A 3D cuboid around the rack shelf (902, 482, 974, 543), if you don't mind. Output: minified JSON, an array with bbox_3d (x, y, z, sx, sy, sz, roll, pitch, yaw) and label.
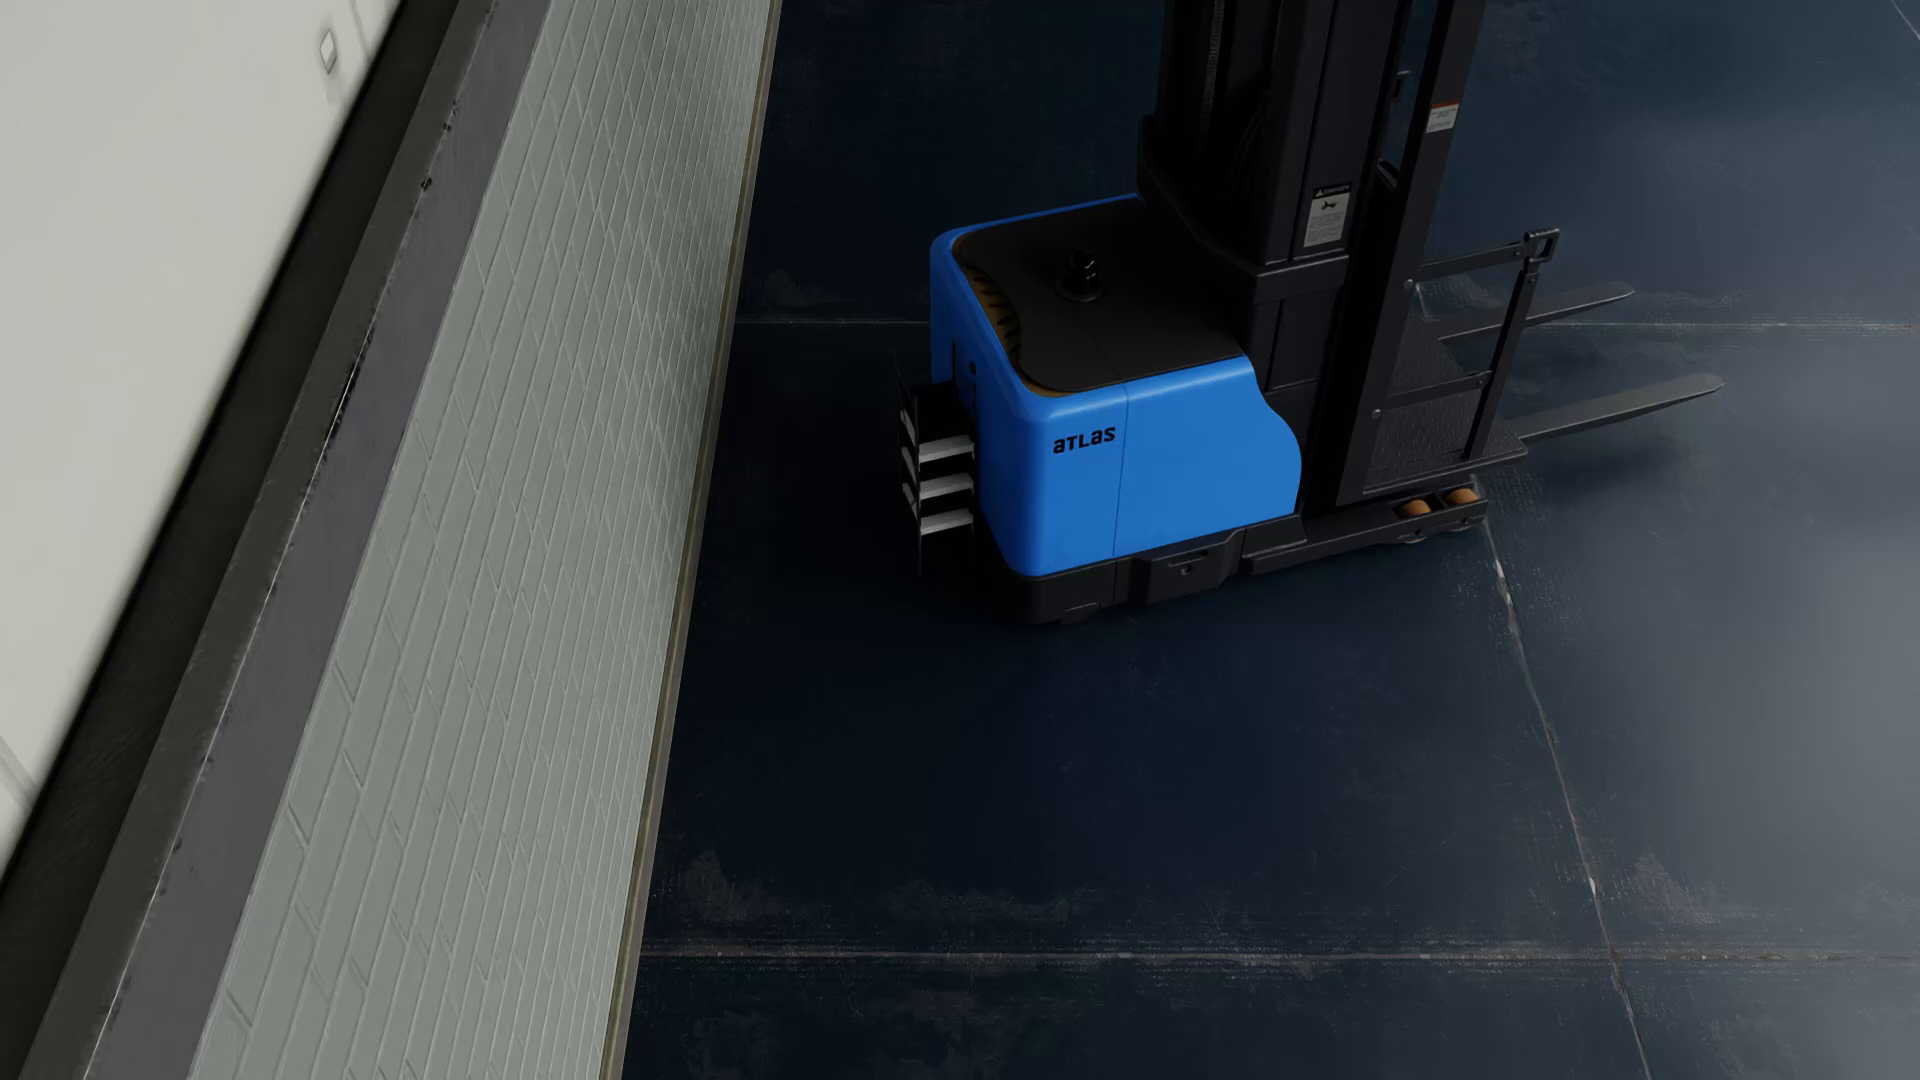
[{"bbox_3d":[-0.085,-0.122,6.040,0.200,0.077,0.258,-14,49,-12],"label":"rack shelf"}]

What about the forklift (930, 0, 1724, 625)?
[{"bbox_3d":[1.455,-1.341,5.496,3.031,2.935,1.130,-14,49,-12],"label":"forklift"}]

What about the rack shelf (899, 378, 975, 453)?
[{"bbox_3d":[-0.085,-0.429,5.711,0.200,0.077,0.258,-14,49,-12],"label":"rack shelf"}]

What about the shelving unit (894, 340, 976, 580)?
[{"bbox_3d":[-0.085,-0.267,5.884,0.210,0.900,0.258,-14,49,-12],"label":"shelving unit"}]

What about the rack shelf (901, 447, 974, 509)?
[{"bbox_3d":[-0.085,-0.245,5.908,0.200,0.077,0.258,-14,49,-12],"label":"rack shelf"}]

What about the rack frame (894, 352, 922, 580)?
[{"bbox_3d":[-0.181,-0.244,5.862,0.006,0.900,0.240,-14,49,-12],"label":"rack frame"}]

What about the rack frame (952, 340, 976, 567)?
[{"bbox_3d":[0.012,-0.291,5.906,0.006,0.900,0.240,-14,49,-12],"label":"rack frame"}]

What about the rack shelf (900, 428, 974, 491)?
[{"bbox_3d":[-0.085,-0.306,5.843,0.200,0.077,0.258,-14,49,-12],"label":"rack shelf"}]

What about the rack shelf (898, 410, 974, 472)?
[{"bbox_3d":[-0.085,-0.367,5.777,0.200,0.077,0.258,-14,49,-12],"label":"rack shelf"}]

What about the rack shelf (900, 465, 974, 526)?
[{"bbox_3d":[-0.085,-0.183,5.974,0.200,0.077,0.258,-14,49,-12],"label":"rack shelf"}]
